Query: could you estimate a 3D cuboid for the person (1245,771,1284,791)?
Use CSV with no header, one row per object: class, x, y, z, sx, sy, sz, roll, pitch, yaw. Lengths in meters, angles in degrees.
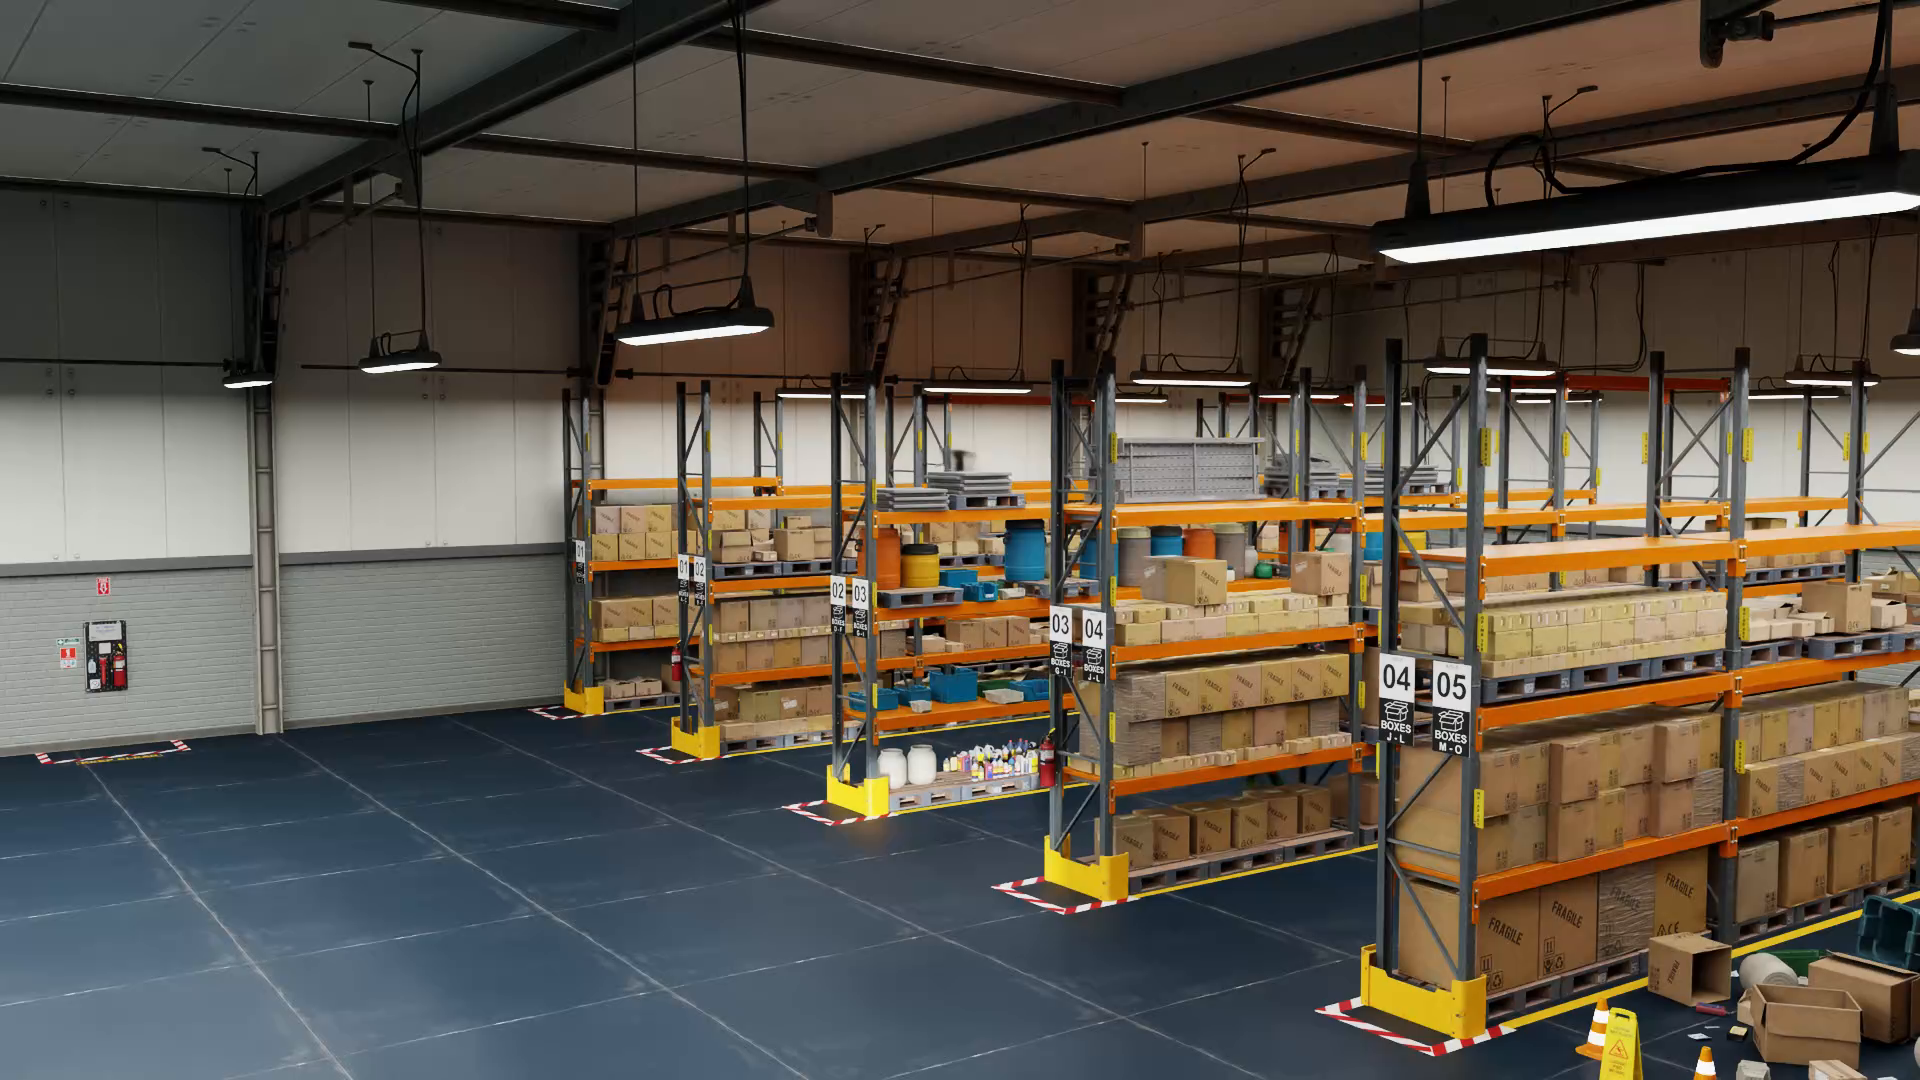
person,4.192,2.840,23.518,0.979,1.698,0.711,-1,4,-21
